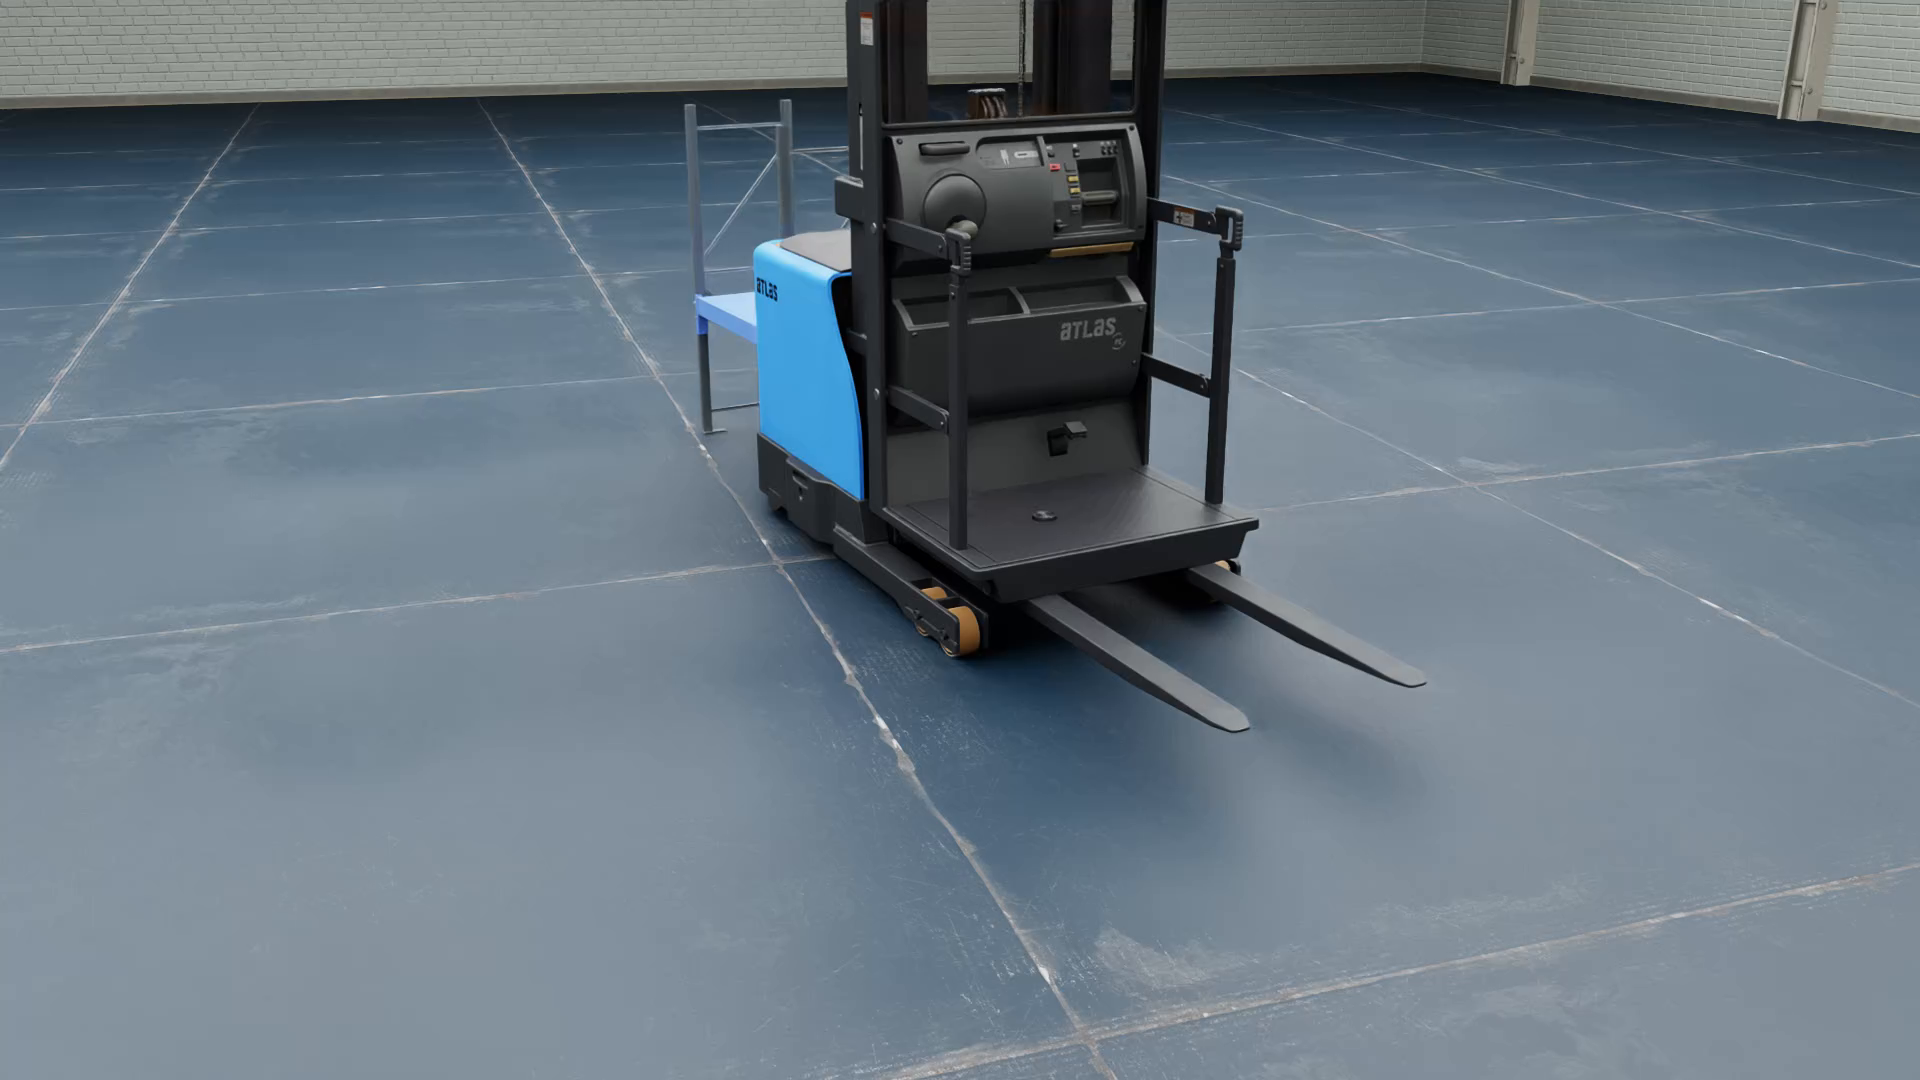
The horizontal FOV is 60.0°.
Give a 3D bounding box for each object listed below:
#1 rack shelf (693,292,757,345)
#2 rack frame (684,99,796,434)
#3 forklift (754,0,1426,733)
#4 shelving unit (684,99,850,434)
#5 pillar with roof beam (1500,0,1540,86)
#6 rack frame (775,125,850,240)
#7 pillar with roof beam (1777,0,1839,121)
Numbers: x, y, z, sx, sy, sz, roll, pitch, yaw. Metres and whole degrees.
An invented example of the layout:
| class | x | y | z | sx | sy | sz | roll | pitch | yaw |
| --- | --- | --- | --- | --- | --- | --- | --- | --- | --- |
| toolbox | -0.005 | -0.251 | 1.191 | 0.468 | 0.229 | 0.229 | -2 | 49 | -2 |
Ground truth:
| class | x | y | z | sx | sy | sz | roll | pitch | yaw |
| --- | --- | --- | --- | --- | --- | --- | --- | --- | --- |
| rack shelf | -0.742 | -0.928 | 7.313 | 0.538 | 0.185 | 1.000 | -11 | 22 | -27 |
| rack frame | -0.989 | -1.247 | 7.671 | 0.500 | 1.500 | 0.032 | -11 | 22 | -27 |
| forklift | 0.309 | -1.172 | 5.345 | 1.130 | 2.935 | 3.031 | -10 | 22 | -26 |
| shelving unit | -0.742 | -1.097 | 7.253 | 0.538 | 1.500 | 1.048 | -11 | 22 | -27 |
| pillar with roof beam | 4.947 | -11.186 | 24.248 | 9.100 | 9.000 | 0.400 | -6 | 21 | -17 |
| rack frame | -0.494 | -0.947 | 6.834 | 0.500 | 1.500 | 0.032 | -11 | 22 | -27 |
| pillar with roof beam | 6.832 | -9.261 | 18.888 | 9.100 | 9.000 | 0.400 | -6 | 21 | -17 |
